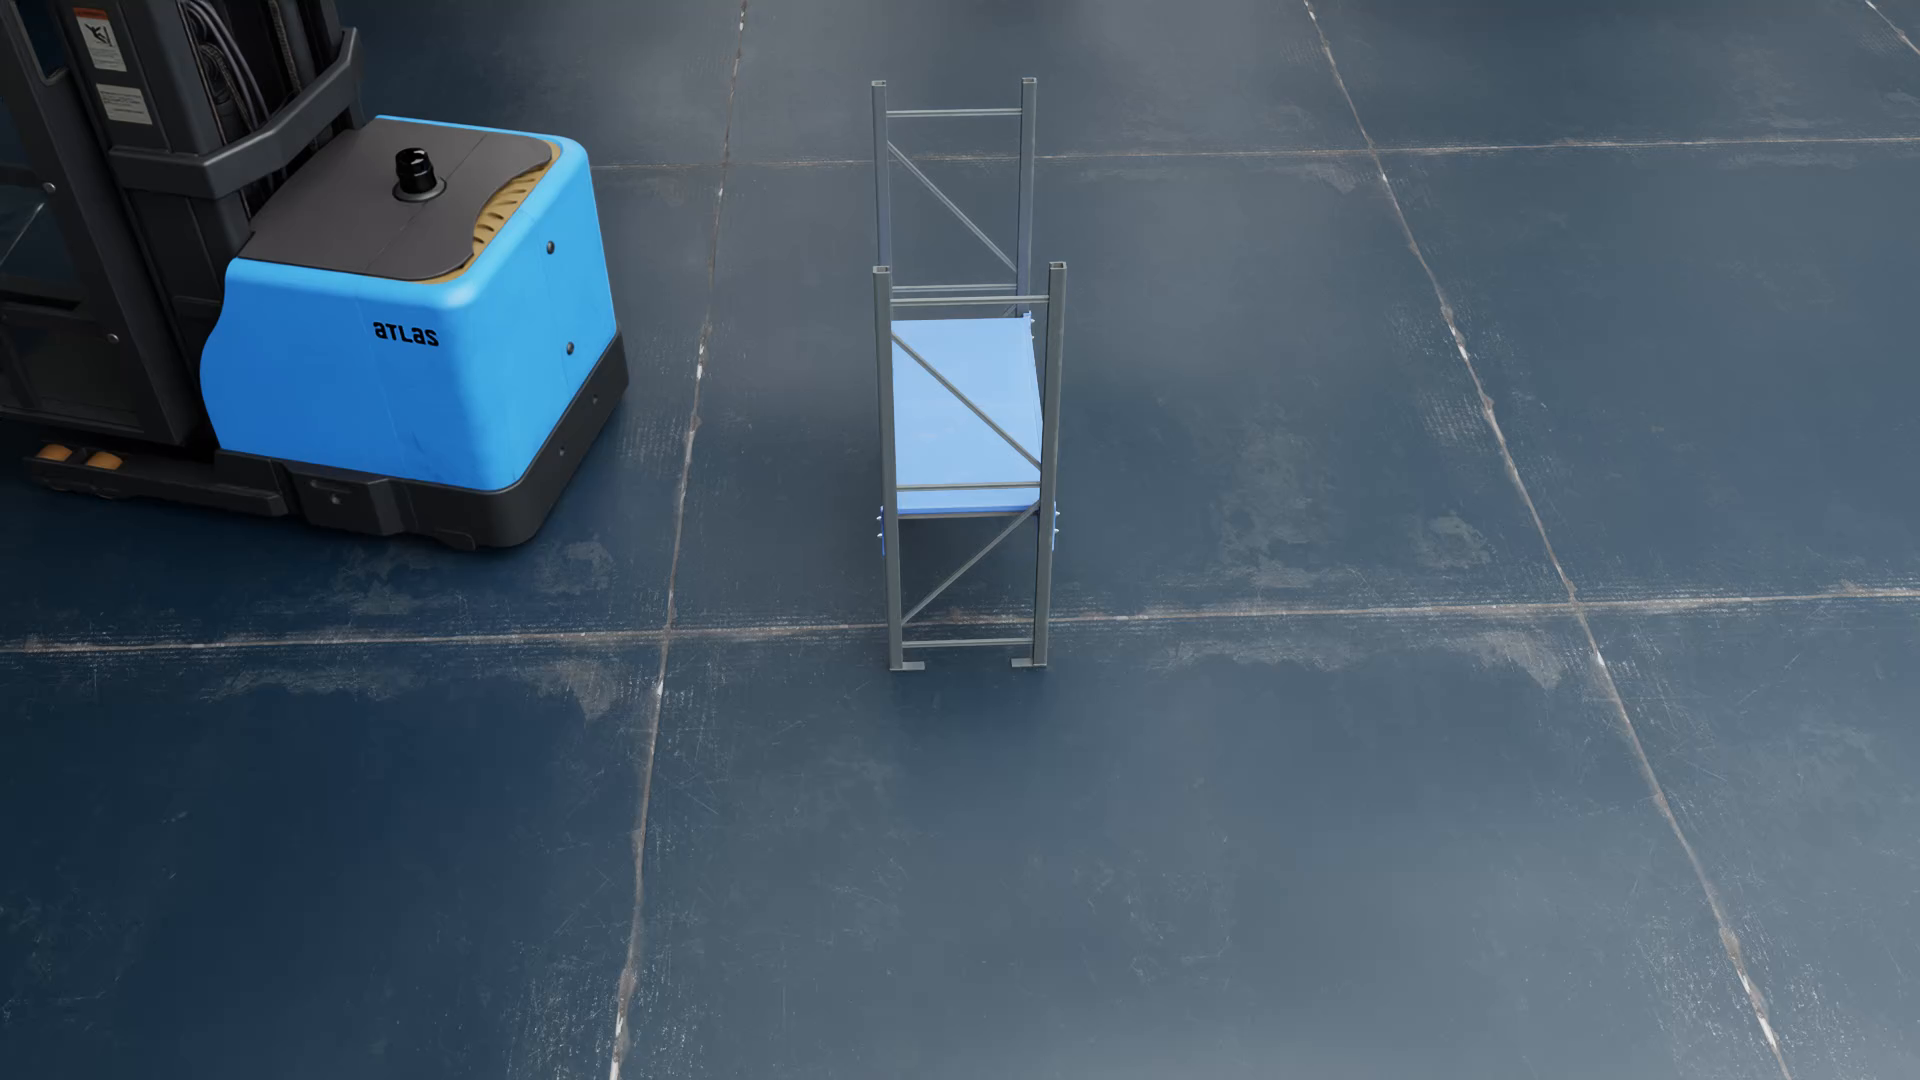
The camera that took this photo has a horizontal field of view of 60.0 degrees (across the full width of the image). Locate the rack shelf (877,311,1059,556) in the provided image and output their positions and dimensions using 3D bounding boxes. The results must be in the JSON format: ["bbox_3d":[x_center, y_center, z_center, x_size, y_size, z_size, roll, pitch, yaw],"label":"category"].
[{"bbox_3d":[0.004,-0.363,5.302,0.538,0.185,1.000,-2,43,-2],"label":"rack shelf"}]

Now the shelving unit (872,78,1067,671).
[{"bbox_3d":[0.004,-0.495,5.180,0.538,1.500,1.048,-2,43,-2],"label":"shelving unit"}]

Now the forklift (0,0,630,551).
[{"bbox_3d":[-2.824,-1.565,5.288,3.031,2.935,1.130,9,43,10],"label":"forklift"}]

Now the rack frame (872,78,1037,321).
[{"bbox_3d":[-0.018,-0.838,5.555,0.500,1.500,0.032,-2,43,-2],"label":"rack frame"}]

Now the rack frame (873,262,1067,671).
[{"bbox_3d":[0.025,-0.152,4.806,0.500,1.500,0.032,-2,43,-2],"label":"rack frame"}]
